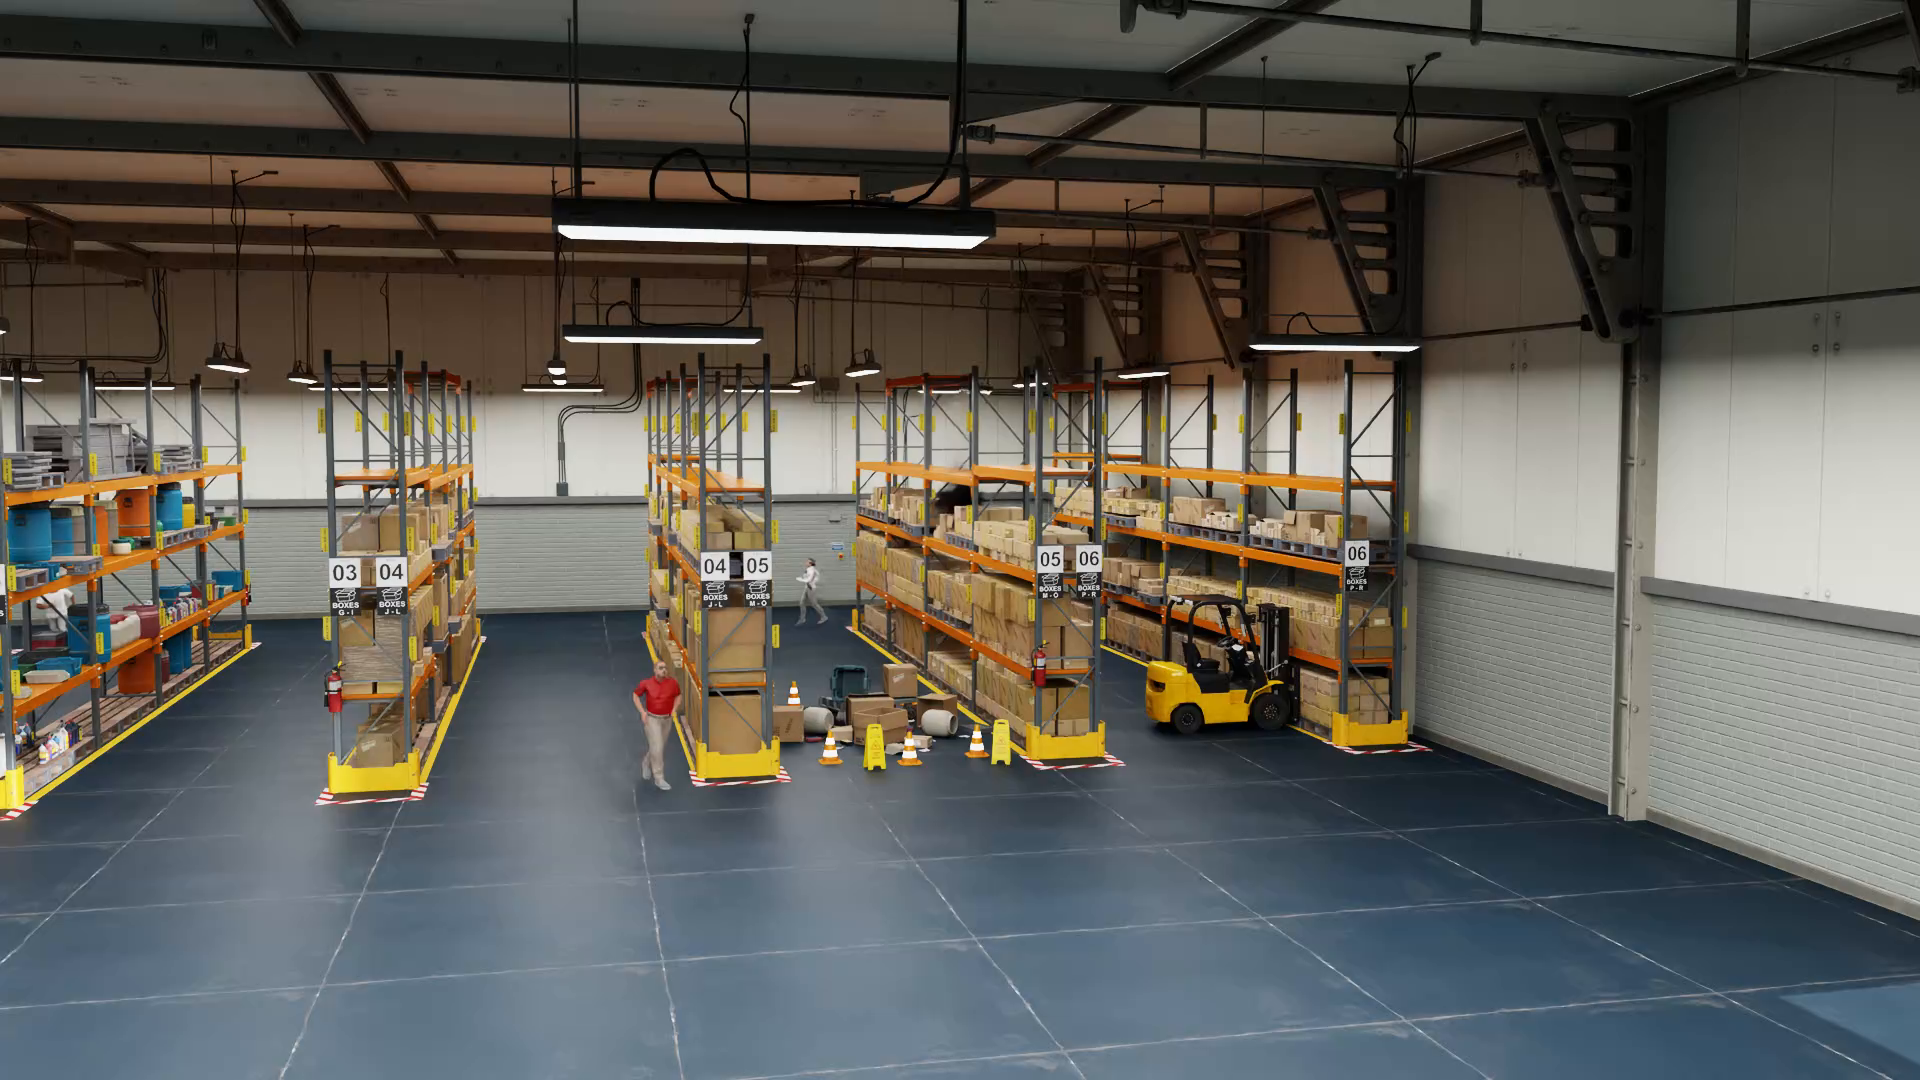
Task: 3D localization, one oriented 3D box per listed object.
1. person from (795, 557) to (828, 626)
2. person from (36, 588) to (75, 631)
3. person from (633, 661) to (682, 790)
[{"bbox_3d":[-3.696,1.268,41.317,0.809,1.727,0.589,-1,4,-10],"label":"person"},{"bbox_3d":[-19.344,1.668,35.590,0.715,1.805,0.657,-1,4,-20],"label":"person"},{"bbox_3d":[-4.161,2.517,23.026,0.654,1.726,0.928,-3,5,-38],"label":"person"}]
